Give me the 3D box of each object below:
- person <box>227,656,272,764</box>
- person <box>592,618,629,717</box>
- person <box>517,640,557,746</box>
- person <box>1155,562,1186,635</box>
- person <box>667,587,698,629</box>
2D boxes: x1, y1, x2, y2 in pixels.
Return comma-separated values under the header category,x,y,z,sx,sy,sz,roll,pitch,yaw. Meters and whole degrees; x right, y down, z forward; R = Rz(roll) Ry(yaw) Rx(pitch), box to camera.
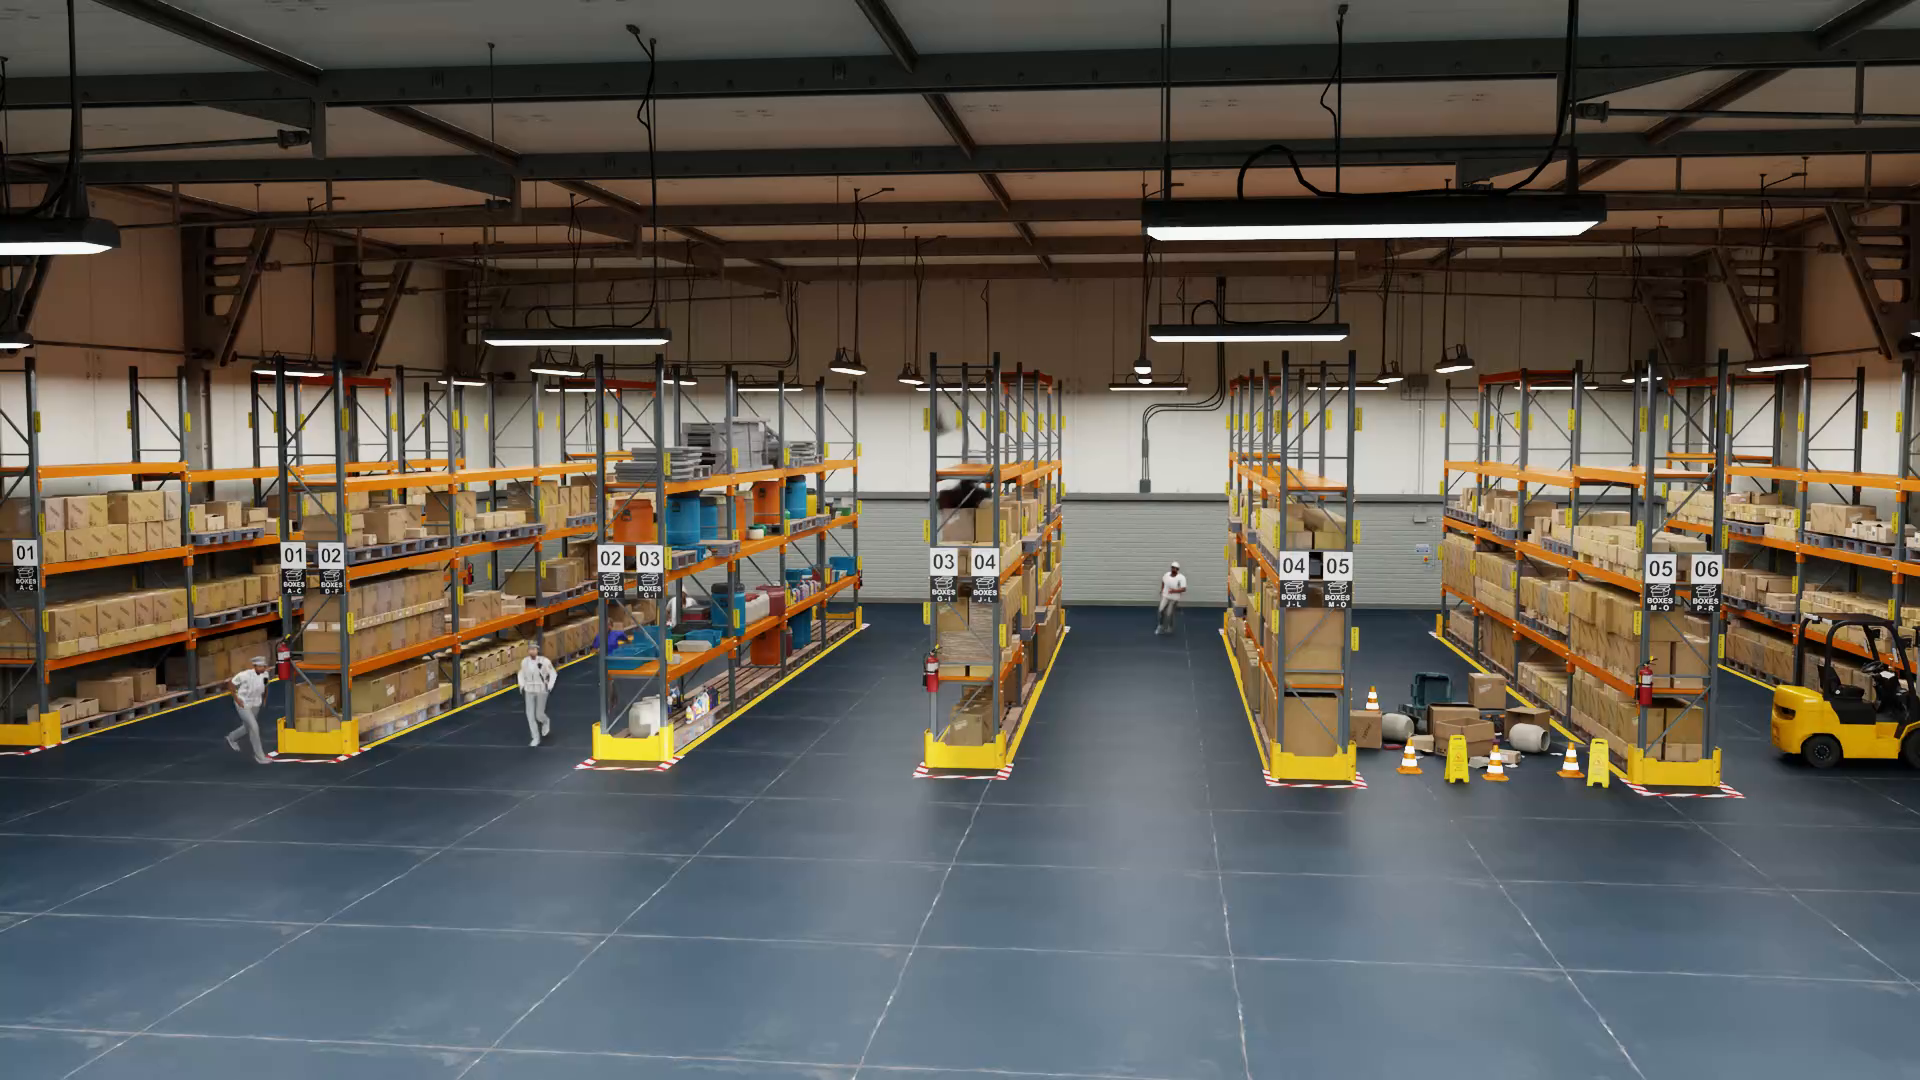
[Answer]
category,x,y,z,sx,sy,sz,roll,pitch,yaw
person,-10.560,2.494,24.567,0.971,1.628,0.603,3,5,35
person,-6.006,2.165,28.597,0.599,1.693,0.918,0,4,2
person,-6.561,2.352,25.792,0.615,1.652,0.613,0,4,4
person,4.988,1.367,39.140,0.718,1.731,0.693,2,5,29
person,-5.527,1.789,33.207,0.680,1.768,1.086,0,4,6
